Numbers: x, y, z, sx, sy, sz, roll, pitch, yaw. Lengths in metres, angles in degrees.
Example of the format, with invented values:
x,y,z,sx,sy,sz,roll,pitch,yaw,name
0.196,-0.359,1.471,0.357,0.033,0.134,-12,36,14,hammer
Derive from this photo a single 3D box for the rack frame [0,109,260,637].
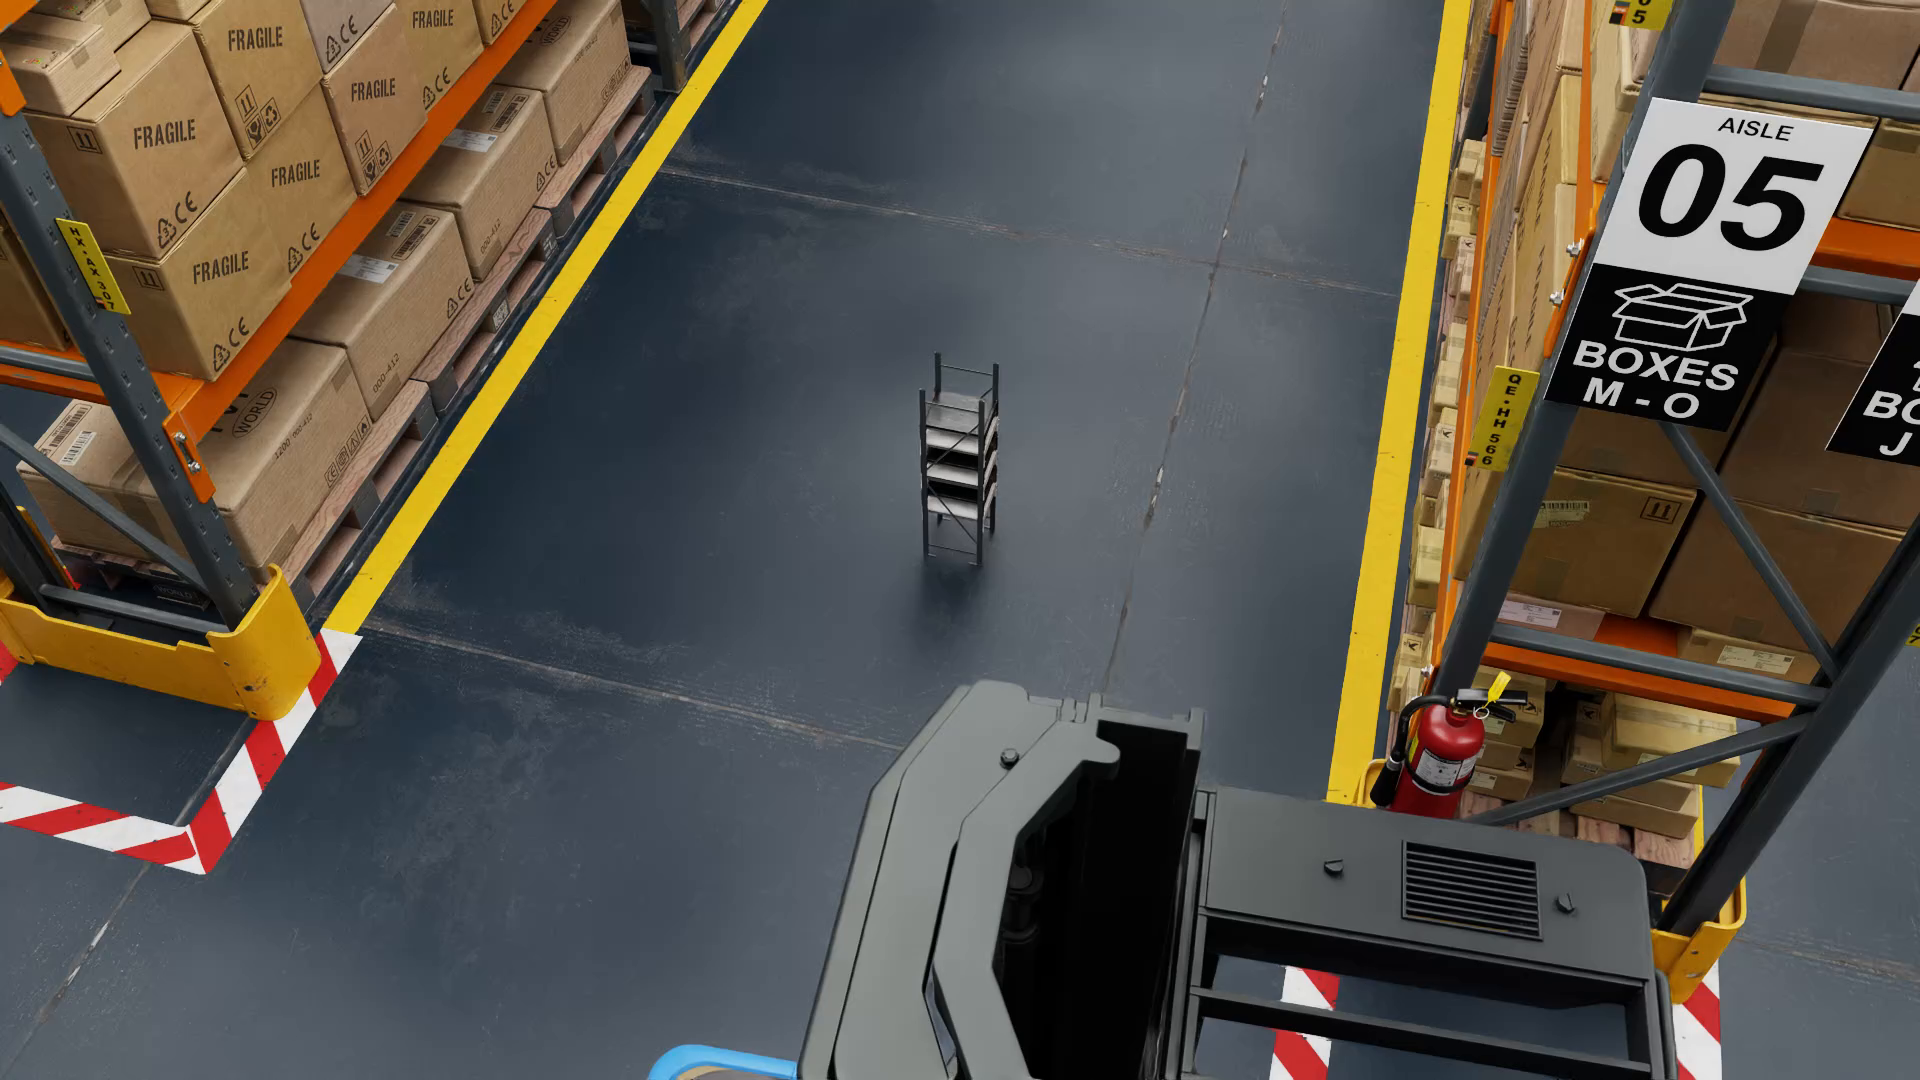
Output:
x,y,z,sx,sy,sz,roll,pitch,yaw,name
-2.992,-0.575,5.175,1.000,3.000,0.127,12,50,10,rack frame

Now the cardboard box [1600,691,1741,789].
x,y,z,sx,sy,sz,roll,pitch,yaw,name
2.276,0.625,5.341,0.380,0.149,0.250,10,49,8,cardboard box

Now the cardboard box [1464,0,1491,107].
x,y,z,sx,sy,sz,roll,pitch,yaw,name
2.814,-2.461,8.227,0.500,0.500,0.500,11,49,9,cardboard box

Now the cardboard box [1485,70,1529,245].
x,y,z,sx,sy,sz,roll,pitch,yaw,name
2.086,-1.277,5.530,0.500,0.500,0.500,14,50,12,cardboard box

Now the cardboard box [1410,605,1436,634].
x,y,z,sx,sy,sz,roll,pitch,yaw,name
1.809,0.221,5.896,0.380,0.149,0.250,10,49,8,cardboard box

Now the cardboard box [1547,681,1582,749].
x,y,z,sx,sy,sz,roll,pitch,yaw,name
2.247,0.612,5.749,0.380,0.149,0.250,11,50,10,cardboard box

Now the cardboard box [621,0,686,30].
x,y,z,sx,sy,sz,roll,pitch,yaw,name
-1.853,-3.368,8.778,0.875,0.875,0.875,13,50,11,cardboard box

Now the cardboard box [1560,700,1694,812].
x,y,z,sx,sy,sz,roll,pitch,yaw,name
2.195,0.707,5.467,0.380,0.149,0.250,13,50,12,cardboard box

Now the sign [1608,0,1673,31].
x,y,z,sx,sy,sz,roll,pitch,yaw,name
1.280,-1.080,3.031,0.100,0.325,0.005,12,50,10,sign

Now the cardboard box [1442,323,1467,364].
x,y,z,sx,sy,sz,roll,pitch,yaw,name
2.153,-0.716,6.723,0.380,0.149,0.250,11,50,10,cardboard box

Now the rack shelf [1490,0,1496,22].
x,y,z,sx,sy,sz,roll,pitch,yaw,name
3.389,-3.773,8.478,1.077,0.370,4.000,12,50,10,rack shelf

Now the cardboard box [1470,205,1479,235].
x,y,z,sx,sy,sz,roll,pitch,yaw,name
2.479,-1.458,7.378,0.380,0.149,0.250,12,50,10,cardboard box

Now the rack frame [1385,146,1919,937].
x,y,z,sx,sy,sz,roll,pitch,yaw,name
1.810,0.329,4.378,1.000,3.000,0.127,12,50,10,rack frame

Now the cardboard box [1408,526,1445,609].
x,y,z,sx,sy,sz,roll,pitch,yaw,name
1.772,0.121,5.786,0.380,0.149,0.250,11,49,9,cardboard box

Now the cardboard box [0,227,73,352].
x,y,z,sx,sy,sz,roll,pitch,yaw,name
-3.121,-1.009,5.492,0.500,0.500,0.500,12,50,10,cardboard box

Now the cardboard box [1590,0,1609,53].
x,y,z,sx,sy,sz,roll,pitch,yaw,name
1.802,-1.366,3.973,0.500,0.250,0.500,12,50,10,cardboard box

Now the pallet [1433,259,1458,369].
x,y,z,sx,sy,sz,roll,pitch,yaw,name
2.720,-1.149,7.542,1.003,0.211,1.213,12,50,10,pallet

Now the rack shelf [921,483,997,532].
x,y,z,sx,sy,sz,roll,pitch,yaw,name
-0.002,-0.151,6.486,0.258,0.077,0.200,12,50,10,rack shelf

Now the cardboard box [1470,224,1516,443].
x,y,z,sx,sy,sz,roll,pitch,yaw,name
1.820,-0.550,4.888,0.500,0.500,0.500,11,49,9,cardboard box

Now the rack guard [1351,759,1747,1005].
x,y,z,sx,sy,sz,roll,pitch,yaw,name
1.830,1.101,5.363,1.175,0.500,0.348,12,50,10,rack guard

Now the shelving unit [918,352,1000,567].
x,y,z,sx,sy,sz,roll,pitch,yaw,name
-0.002,-0.292,6.326,0.258,0.900,0.210,12,50,10,shelving unit

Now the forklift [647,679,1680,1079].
x,y,z,sx,sy,sz,roll,pitch,yaw,name
0.630,1.549,3.347,3.031,2.935,1.130,8,49,7,forklift

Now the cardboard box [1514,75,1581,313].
x,y,z,sx,sy,sz,roll,pitch,yaw,name
1.824,-0.880,4.513,0.500,0.500,0.500,10,49,9,cardboard box

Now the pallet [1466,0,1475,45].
x,y,z,sx,sy,sz,roll,pitch,yaw,name
3.385,-3.090,9.255,1.003,0.211,1.213,12,50,10,pallet

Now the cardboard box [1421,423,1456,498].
x,y,z,sx,sy,sz,roll,pitch,yaw,name
1.918,-0.259,6.121,0.380,0.149,0.250,13,50,11,cardboard box

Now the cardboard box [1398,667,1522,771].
x,y,z,sx,sy,sz,roll,pitch,yaw,name
1.673,0.597,5.564,0.380,0.149,0.250,10,49,9,cardboard box

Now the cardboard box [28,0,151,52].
x,y,z,sx,sy,sz,roll,pitch,yaw,name
-2.631,-1.559,4.878,0.380,0.149,0.250,13,50,11,cardboard box

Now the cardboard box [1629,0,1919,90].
x,y,z,sx,sy,sz,roll,pitch,yaw,name
1.686,-1.163,3.460,0.500,0.250,0.500,10,49,9,cardboard box

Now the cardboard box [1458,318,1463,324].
x,y,z,sx,sy,sz,roll,pitch,yaw,name
2.353,-0.984,7.158,0.380,0.149,0.250,11,49,9,cardboard box

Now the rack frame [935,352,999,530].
x,y,z,sx,sy,sz,roll,pitch,yaw,name
0.025,-0.365,6.391,0.240,0.900,0.006,12,50,10,rack frame

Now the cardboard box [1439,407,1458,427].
x,y,z,sx,sy,sz,roll,pitch,yaw,name
2.018,-0.338,6.390,0.380,0.149,0.250,14,50,12,cardboard box

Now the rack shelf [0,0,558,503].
x,y,z,sx,sy,sz,roll,pitch,yaw,name
-2.466,-1.783,6.722,1.077,0.370,4.000,12,50,10,rack shelf

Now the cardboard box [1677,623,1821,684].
x,y,z,sx,sy,sz,roll,pitch,yaw,name
2.211,0.243,4.622,0.380,0.149,0.250,11,50,10,cardboard box

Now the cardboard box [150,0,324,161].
x,y,z,sx,sy,sz,roll,pitch,yaw,name
-2.462,-1.605,5.351,0.500,0.500,0.500,10,49,9,cardboard box

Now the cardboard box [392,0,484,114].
x,y,z,sx,sy,sz,roll,pitch,yaw,name
-2.216,-2.000,6.366,0.500,0.500,0.500,13,50,11,cardboard box

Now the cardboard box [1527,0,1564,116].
x,y,z,sx,sy,sz,roll,pitch,yaw,name
2.088,-1.641,5.184,0.500,0.500,0.500,10,49,9,cardboard box

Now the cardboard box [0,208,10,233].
x,y,z,sx,sy,sz,roll,pitch,yaw,name
-3.095,-1.334,5.112,0.500,0.500,0.500,13,50,11,cardboard box

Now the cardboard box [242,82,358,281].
x,y,z,sx,sy,sz,roll,pitch,yaw,name
-2.483,-1.270,5.722,0.500,0.500,0.500,11,49,10,cardboard box

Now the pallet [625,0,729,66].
x,y,z,sx,sy,sz,roll,pitch,yaw,name
-1.809,-3.118,9.280,1.003,0.211,1.213,12,50,10,pallet

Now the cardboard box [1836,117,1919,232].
x,y,z,sx,sy,sz,roll,pitch,yaw,name
2.175,-0.888,3.551,0.500,0.250,0.500,13,50,11,cardboard box

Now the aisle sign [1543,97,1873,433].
x,y,z,sx,sy,sz,roll,pitch,yaw,name
1.501,-0.537,3.409,0.394,0.787,0.004,12,50,10,aisle sign

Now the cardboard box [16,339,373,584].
x,y,z,sx,sy,sz,roll,pitch,yaw,name
-2.915,-0.363,6.417,0.875,0.438,0.875,10,49,9,cardboard box

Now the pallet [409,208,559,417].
x,y,z,sx,sy,sz,roll,pitch,yaw,name
-2.534,-1.125,7.521,1.003,0.211,1.213,12,50,10,pallet

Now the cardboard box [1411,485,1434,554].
x,y,z,sx,sy,sz,roll,pitch,yaw,name
1.929,-0.046,6.331,0.380,0.149,0.250,10,49,8,cardboard box

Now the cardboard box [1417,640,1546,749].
x,y,z,sx,sy,sz,roll,pitch,yaw,name
1.705,0.504,5.448,0.380,0.149,0.250,12,50,10,cardboard box

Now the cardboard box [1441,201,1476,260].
x,y,z,sx,sy,sz,roll,pitch,yaw,name
2.387,-1.367,7.496,0.380,0.149,0.250,13,50,11,cardboard box

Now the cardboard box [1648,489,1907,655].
x,y,z,sx,sy,sz,roll,pitch,yaw,name
2.195,-0.073,4.467,0.500,0.500,0.500,14,50,12,cardboard box

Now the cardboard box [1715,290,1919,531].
x,y,z,sx,sy,sz,roll,pitch,yaw,name
2.184,-0.406,4.094,0.500,0.500,0.500,11,50,10,cardboard box

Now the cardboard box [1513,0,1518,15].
x,y,z,sx,sy,sz,roll,pitch,yaw,name
2.366,-2.028,6.193,0.500,0.500,0.500,12,50,10,cardboard box

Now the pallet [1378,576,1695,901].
x,y,z,sx,sy,sz,roll,pitch,yaw,name
2.078,0.616,5.984,1.003,0.211,1.213,12,50,10,pallet

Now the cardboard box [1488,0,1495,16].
x,y,z,sx,sy,sz,roll,pitch,yaw,name
2.815,-2.713,7.949,0.500,0.250,0.500,10,49,9,cardboard box

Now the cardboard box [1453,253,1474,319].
x,y,z,sx,sy,sz,roll,pitch,yaw,name
2.231,-1.007,6.782,0.380,0.149,0.250,13,50,11,cardboard box

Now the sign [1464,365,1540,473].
x,y,z,sx,sy,sz,roll,pitch,yaw,name
1.280,-0.283,3.935,0.100,0.325,0.005,12,50,10,sign

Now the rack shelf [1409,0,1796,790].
x,y,z,sx,sy,sz,roll,pitch,yaw,name
2.336,-0.879,5.924,1.077,0.370,4.000,12,50,10,rack shelf

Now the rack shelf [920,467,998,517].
x,y,z,sx,sy,sz,roll,pitch,yaw,name
-0.002,-0.210,6.419,0.258,0.077,0.200,12,50,10,rack shelf

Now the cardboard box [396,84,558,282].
x,y,z,sx,sy,sz,roll,pitch,yaw,name
-2.443,-1.678,7.578,0.875,0.438,0.875,10,49,9,cardboard box

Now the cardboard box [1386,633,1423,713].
x,y,z,sx,sy,sz,roll,pitch,yaw,name
1.717,0.506,5.843,0.380,0.149,0.250,13,50,11,cardboard box

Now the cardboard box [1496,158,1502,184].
x,y,z,sx,sy,sz,roll,pitch,yaw,name
2.173,-1.379,6.052,0.380,0.149,0.250,14,50,12,cardboard box

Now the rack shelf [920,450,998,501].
x,y,z,sx,sy,sz,roll,pitch,yaw,name
-0.002,-0.270,6.351,0.258,0.077,0.200,12,50,10,rack shelf
